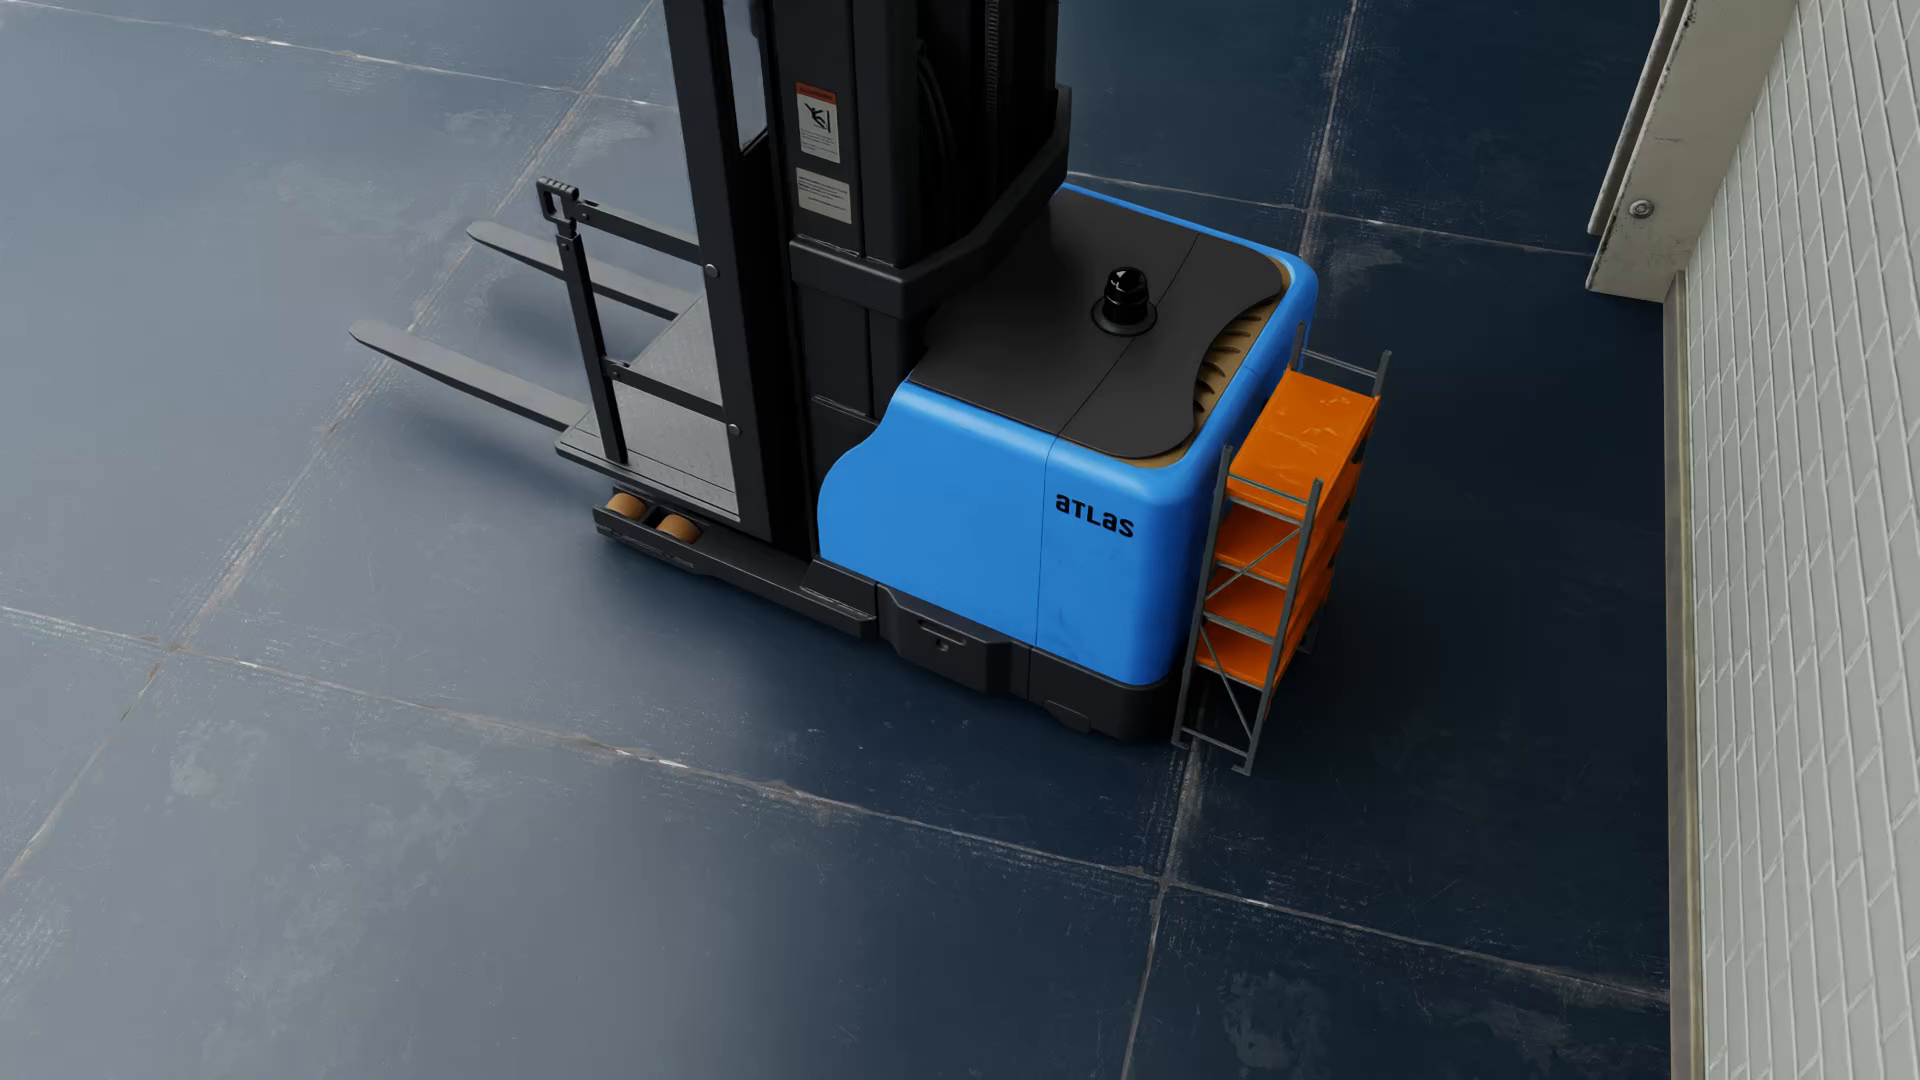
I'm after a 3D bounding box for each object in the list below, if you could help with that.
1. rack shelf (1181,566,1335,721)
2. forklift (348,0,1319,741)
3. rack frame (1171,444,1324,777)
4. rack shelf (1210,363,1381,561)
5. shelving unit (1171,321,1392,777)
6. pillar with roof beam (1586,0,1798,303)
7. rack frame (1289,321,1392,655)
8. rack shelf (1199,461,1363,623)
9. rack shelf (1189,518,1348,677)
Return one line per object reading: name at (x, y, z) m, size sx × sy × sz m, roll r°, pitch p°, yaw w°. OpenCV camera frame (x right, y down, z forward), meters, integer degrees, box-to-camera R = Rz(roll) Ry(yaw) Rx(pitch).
rack shelf at (0.826, 0.236, 4.595) m, size 0.258 × 0.148 × 0.480 m, roll 22°, pitch 52°, yaw 18°
forklift at (-0.561, -1.212, 4.365) m, size 3.031 × 2.935 × 1.130 m, roll 22°, pitch 52°, yaw 18°
rack frame at (0.713, 0.222, 4.253) m, size 0.240 × 1.200 × 0.015 m, roll 22°, pitch 52°, yaw 18°
rack shelf at (0.829, -0.199, 4.100) m, size 0.258 × 0.148 × 0.480 m, roll 22°, pitch 52°, yaw 18°
shelving unit at (0.827, 0.060, 4.395) m, size 0.258 × 1.200 × 0.503 m, roll 22°, pitch 52°, yaw 18°
pillar with roof beam at (-1.674, -4.851, 3.529) m, size 9.100 × 9.000 × 0.400 m, roll 12°, pitch 50°, yaw 10°
rack frame at (0.942, -0.101, 4.538) m, size 0.240 × 1.200 × 0.015 m, roll 22°, pitch 52°, yaw 18°
rack shelf at (0.828, -0.043, 4.278) m, size 0.258 × 0.148 × 0.480 m, roll 22°, pitch 52°, yaw 18°
rack shelf at (0.827, 0.105, 4.446) m, size 0.258 × 0.148 × 0.480 m, roll 22°, pitch 52°, yaw 18°
